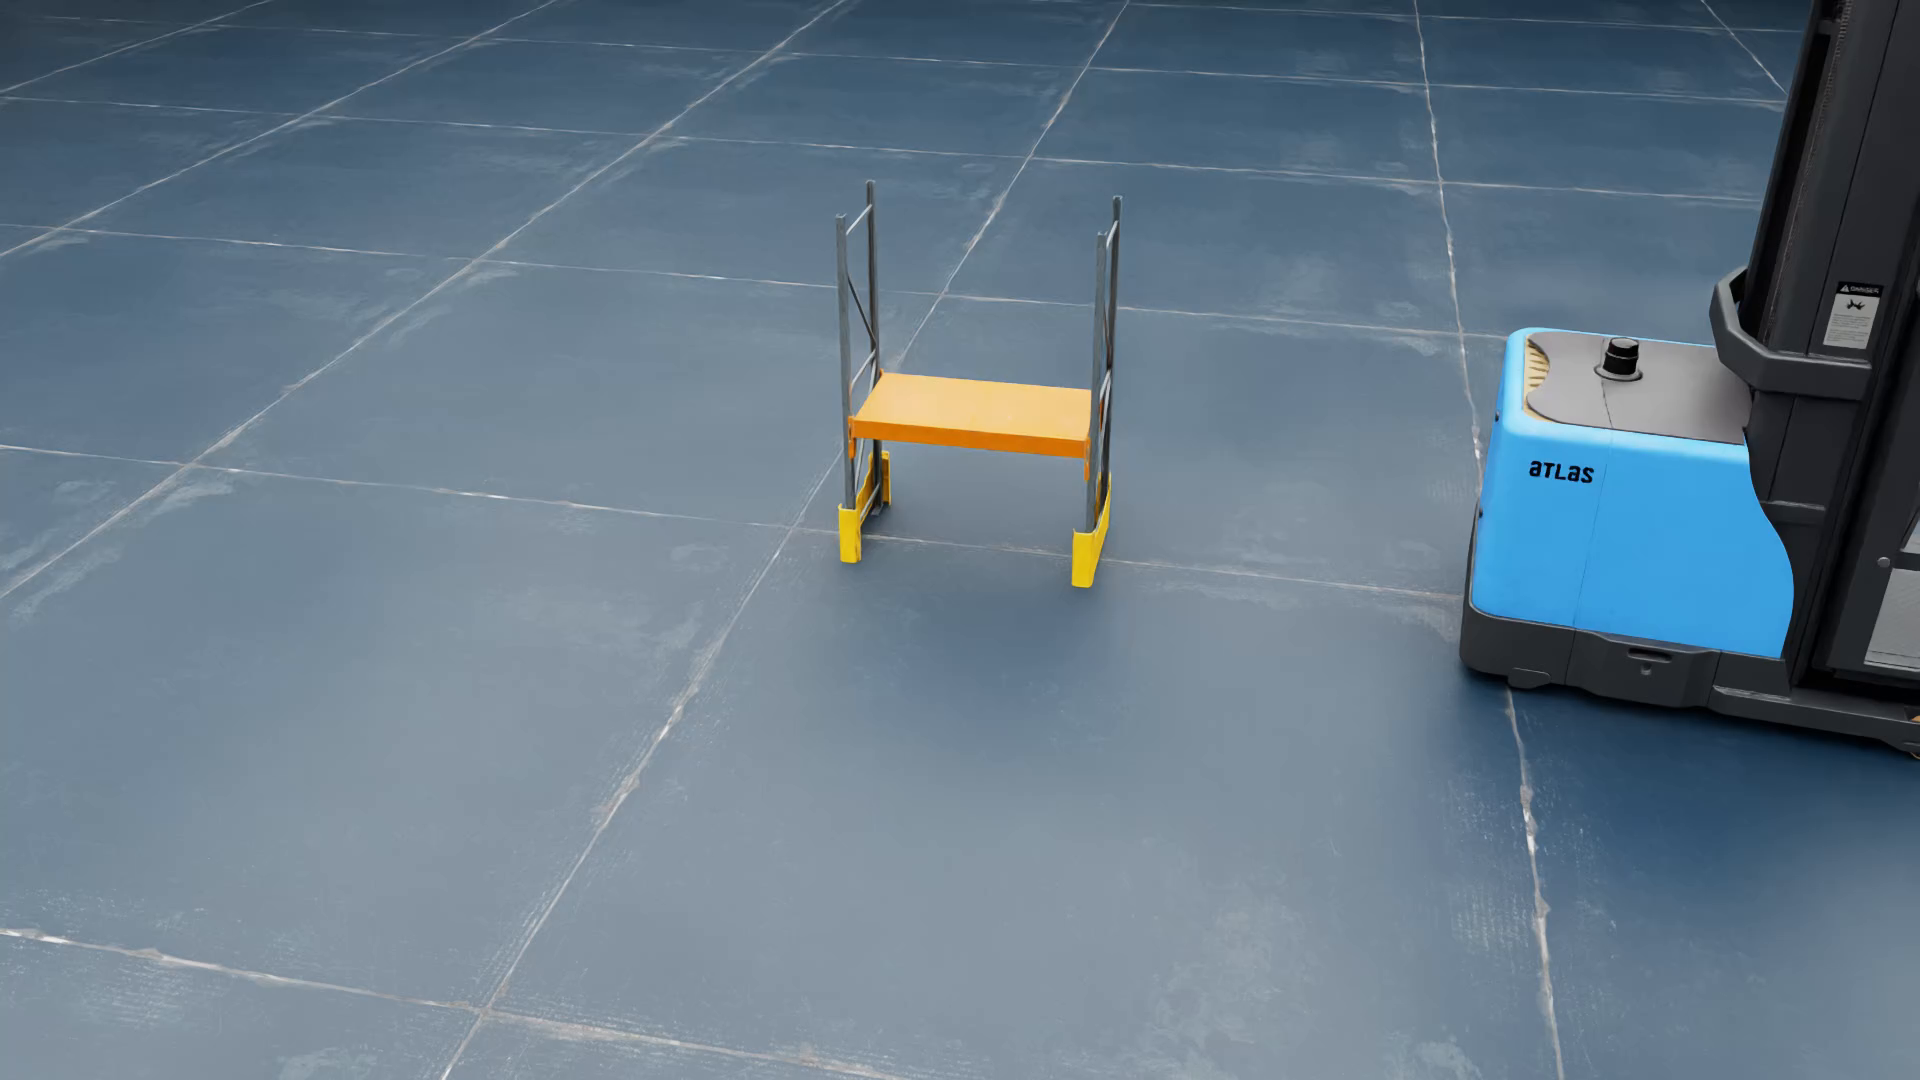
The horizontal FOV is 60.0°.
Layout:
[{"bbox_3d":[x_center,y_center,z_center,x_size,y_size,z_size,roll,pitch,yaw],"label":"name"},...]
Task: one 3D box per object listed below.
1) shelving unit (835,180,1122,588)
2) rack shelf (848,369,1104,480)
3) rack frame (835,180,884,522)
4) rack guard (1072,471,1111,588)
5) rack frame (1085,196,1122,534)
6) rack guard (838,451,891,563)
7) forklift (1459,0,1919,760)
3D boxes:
[{"bbox_3d":[0.075,-0.650,6.876,1.083,1.500,0.587,6,29,11],"label":"shelving unit"},{"bbox_3d":[0.083,-0.492,6.961,1.000,0.185,0.538,6,29,11],"label":"rack shelf"},{"bbox_3d":[-0.414,-0.700,6.967,0.032,1.500,0.500,6,29,11],"label":"rack frame"},{"bbox_3d":[0.562,-0.052,7.085,0.087,0.250,0.587,6,29,11],"label":"rack guard"},{"bbox_3d":[0.581,-0.598,6.781,0.032,1.500,0.500,6,29,11],"label":"rack frame"},{"bbox_3d":[-0.412,-0.152,7.267,0.087,0.250,0.587,6,29,11],"label":"rack guard"},{"bbox_3d":[3.465,-0.765,5.596,3.031,2.935,1.130,9,30,15],"label":"forklift"}]
